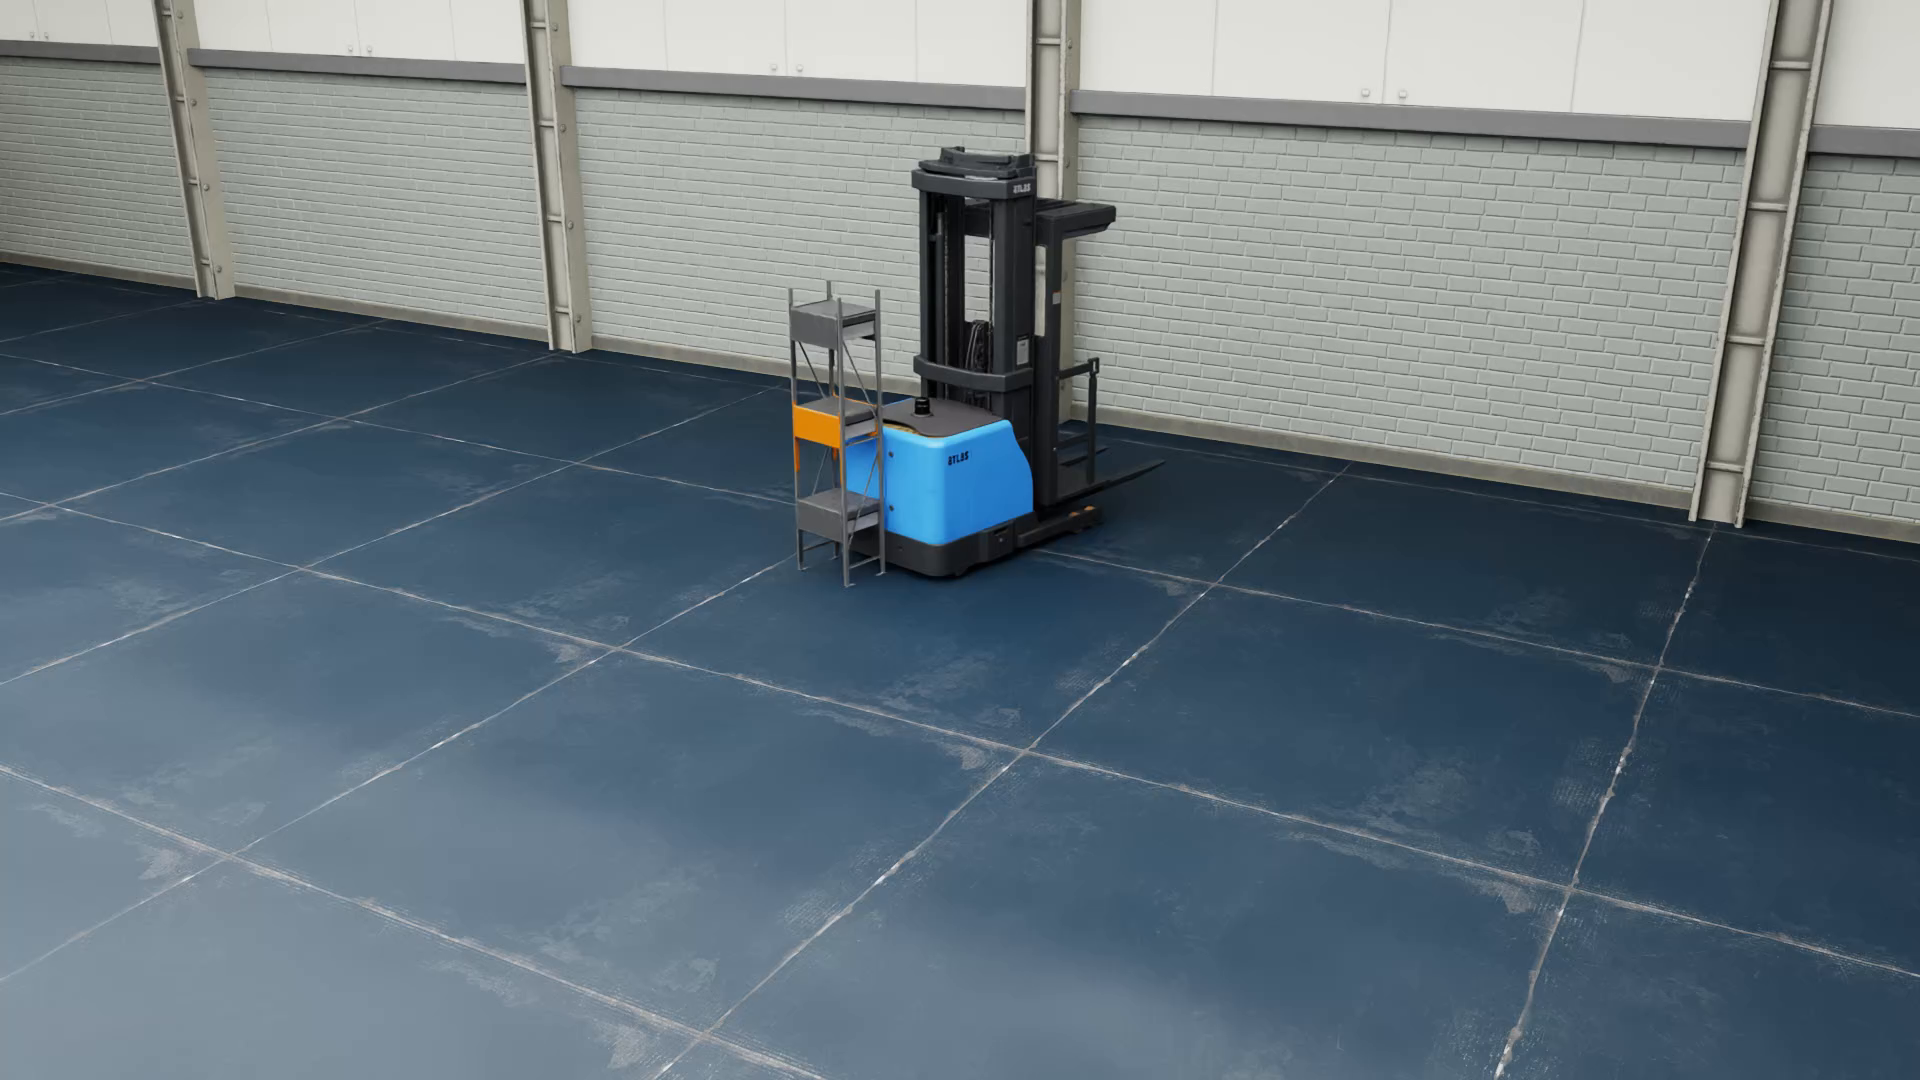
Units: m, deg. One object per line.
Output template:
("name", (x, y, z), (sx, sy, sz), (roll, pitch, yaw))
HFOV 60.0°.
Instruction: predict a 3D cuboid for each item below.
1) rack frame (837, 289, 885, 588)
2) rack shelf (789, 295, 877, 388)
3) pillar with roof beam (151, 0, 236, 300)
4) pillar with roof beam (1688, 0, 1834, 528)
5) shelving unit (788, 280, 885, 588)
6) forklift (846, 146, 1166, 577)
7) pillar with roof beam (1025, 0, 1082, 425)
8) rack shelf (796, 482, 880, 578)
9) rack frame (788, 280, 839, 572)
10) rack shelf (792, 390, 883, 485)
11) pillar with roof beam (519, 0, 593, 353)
("rack frame", (-0.689, -0.693, 11.693), (0.015, 2.100, 0.400), (17, 26, 39))
("rack shelf", (-0.871, -1.393, 11.612), (0.480, 0.518, 0.431), (17, 26, 39))
("pillar with roof beam", (-11.738, -6.114, 16.524), (0.400, 9.000, 9.100), (11, 23, 27))
("pillar with roof beam", (3.976, -3.121, 8.272), (0.400, 9.000, 9.100), (11, 23, 27))
("shelving unit", (-0.869, -0.749, 11.848), (0.503, 2.100, 0.431), (17, 26, 39))
("forklift", (0.477, -1.534, 12.795), (1.130, 2.935, 3.031), (17, 26, 39))
("pillar with roof beam", (-1.262, -4.119, 11.023), (0.400, 9.000, 9.100), (11, 23, 27))
("rack shelf", (-0.868, -0.078, 12.093), (0.480, 0.518, 0.431), (17, 26, 39))
("rack frame", (-1.050, -0.805, 12.002), (0.015, 2.100, 0.400), (17, 26, 39))
("rack shelf", (-0.869, -0.736, 11.852), (0.480, 0.518, 0.431), (17, 26, 39))
("pillar with roof beam", (-6.500, -5.116, 13.774), (0.400, 9.000, 9.100), (11, 23, 27))
